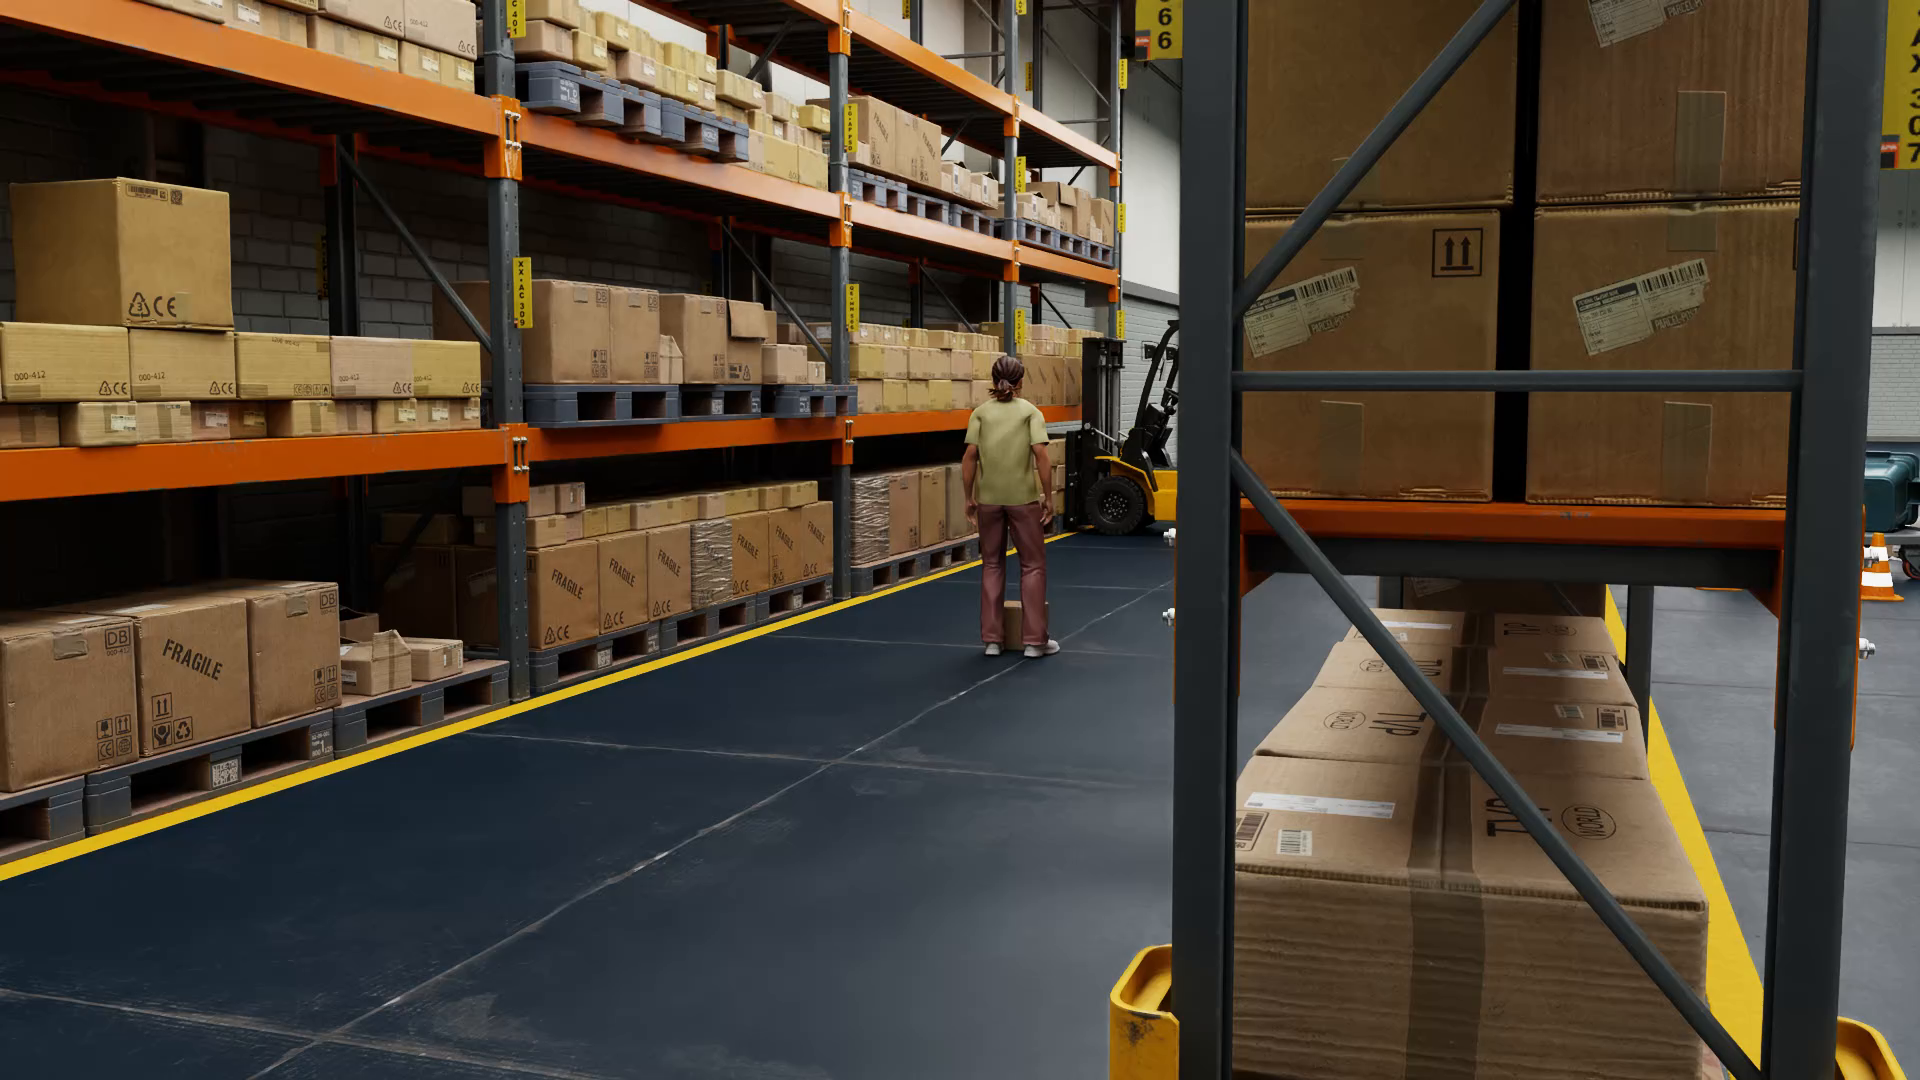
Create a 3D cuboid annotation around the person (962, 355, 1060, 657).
[{"bbox_3d":[0.279,-0.192,9.284,0.521,1.672,0.357,1,5,15],"label":"person"}]
